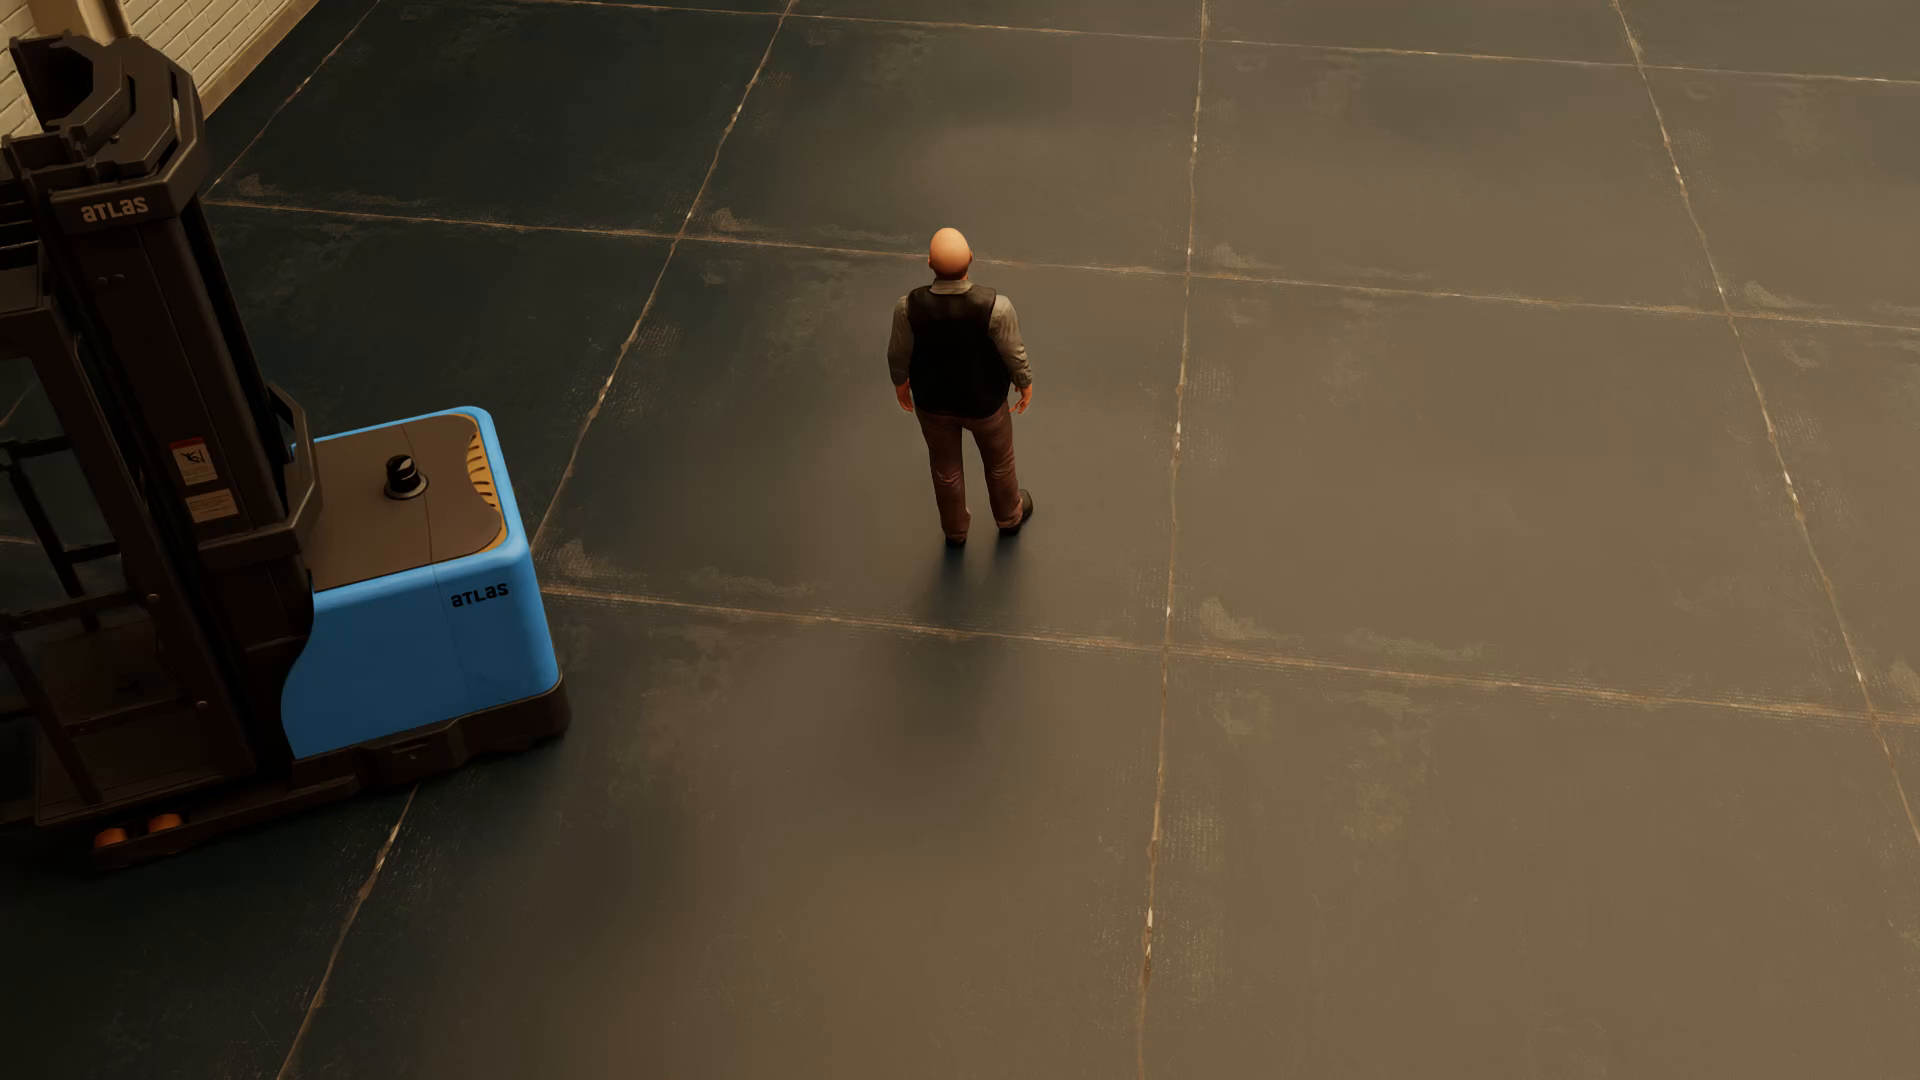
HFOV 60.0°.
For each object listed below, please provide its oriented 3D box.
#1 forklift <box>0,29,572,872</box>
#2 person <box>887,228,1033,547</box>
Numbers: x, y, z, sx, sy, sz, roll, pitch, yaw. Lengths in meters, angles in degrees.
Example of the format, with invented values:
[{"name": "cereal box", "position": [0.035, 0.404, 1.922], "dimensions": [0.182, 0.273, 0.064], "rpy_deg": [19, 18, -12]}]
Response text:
[{"name": "forklift", "position": [-3.202, -0.203, 5.945], "dimensions": [3.031, 2.935, 1.130], "rpy_deg": [-15, 45, -15]}, {"name": "person", "position": [0.016, -0.680, 7.348], "dimensions": [0.632, 1.720, 0.568], "rpy_deg": [5, 43, 6]}]
